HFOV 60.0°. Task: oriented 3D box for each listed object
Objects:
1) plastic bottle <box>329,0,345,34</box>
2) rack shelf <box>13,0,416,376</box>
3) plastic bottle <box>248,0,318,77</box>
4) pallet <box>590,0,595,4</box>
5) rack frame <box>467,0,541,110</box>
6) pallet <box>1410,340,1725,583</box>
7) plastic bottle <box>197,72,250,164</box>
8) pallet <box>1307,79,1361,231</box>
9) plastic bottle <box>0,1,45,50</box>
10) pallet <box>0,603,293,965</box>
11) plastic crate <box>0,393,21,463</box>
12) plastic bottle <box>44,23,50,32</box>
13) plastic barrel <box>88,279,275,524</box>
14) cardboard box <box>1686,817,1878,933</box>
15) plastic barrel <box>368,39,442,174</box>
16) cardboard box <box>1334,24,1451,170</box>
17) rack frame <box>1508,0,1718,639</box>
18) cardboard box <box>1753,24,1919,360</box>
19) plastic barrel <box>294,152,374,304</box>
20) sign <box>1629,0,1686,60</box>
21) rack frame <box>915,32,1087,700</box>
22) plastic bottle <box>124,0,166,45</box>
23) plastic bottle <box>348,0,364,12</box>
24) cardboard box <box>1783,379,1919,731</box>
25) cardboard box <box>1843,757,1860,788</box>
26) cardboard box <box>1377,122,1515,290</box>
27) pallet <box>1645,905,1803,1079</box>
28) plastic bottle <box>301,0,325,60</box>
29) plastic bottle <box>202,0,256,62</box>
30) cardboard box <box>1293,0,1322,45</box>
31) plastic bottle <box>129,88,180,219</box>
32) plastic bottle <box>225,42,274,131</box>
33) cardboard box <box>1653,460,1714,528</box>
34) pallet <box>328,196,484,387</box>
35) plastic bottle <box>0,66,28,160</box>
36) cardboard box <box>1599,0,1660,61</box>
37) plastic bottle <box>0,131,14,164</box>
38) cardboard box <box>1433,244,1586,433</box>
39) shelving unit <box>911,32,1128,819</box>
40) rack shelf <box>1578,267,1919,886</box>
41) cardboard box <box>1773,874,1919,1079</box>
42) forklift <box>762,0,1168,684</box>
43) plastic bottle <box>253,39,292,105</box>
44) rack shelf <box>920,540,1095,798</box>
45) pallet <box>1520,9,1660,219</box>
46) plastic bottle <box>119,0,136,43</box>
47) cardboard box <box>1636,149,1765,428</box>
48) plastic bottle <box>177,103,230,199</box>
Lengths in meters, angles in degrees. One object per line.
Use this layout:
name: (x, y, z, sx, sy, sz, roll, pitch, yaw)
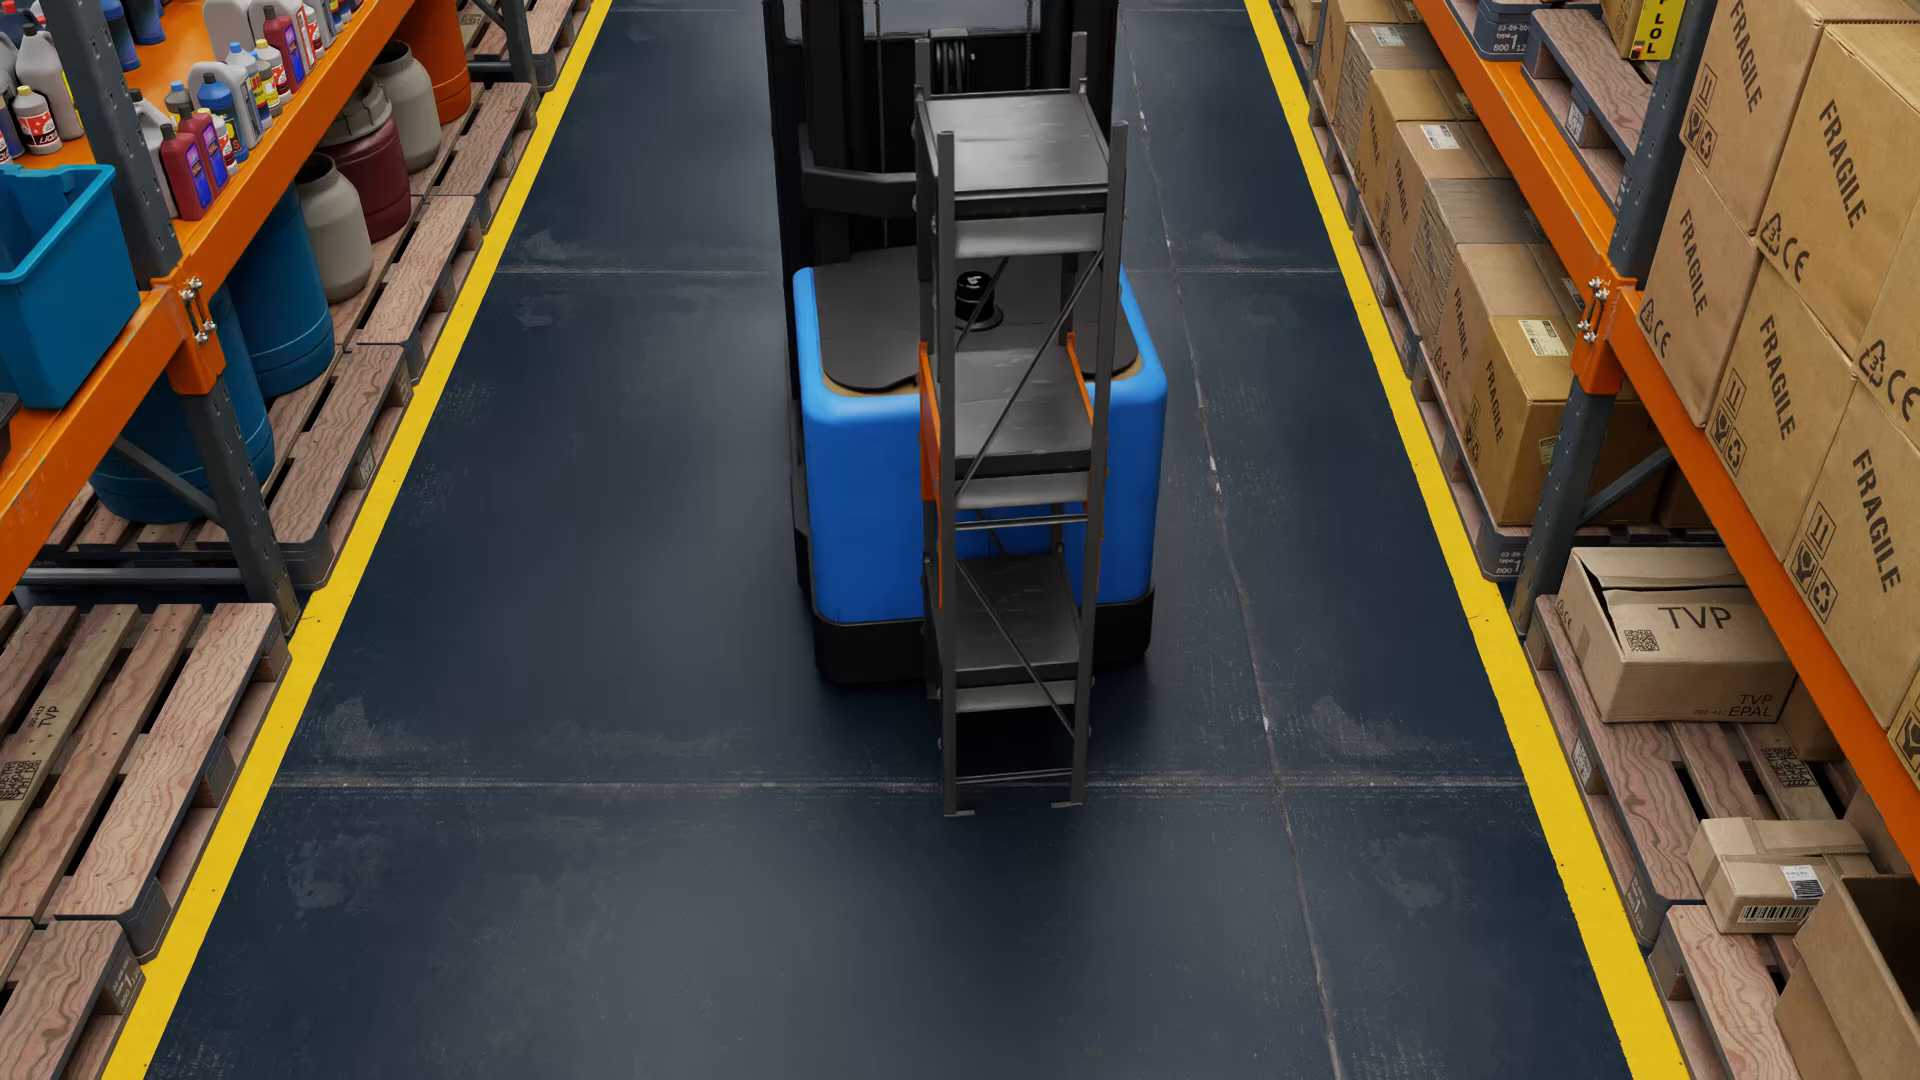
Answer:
plastic bottle: (-2.251, -1.928, 5.860, 0.097, 0.271, 0.097, 0, 39, 0)
rack shelf: (-2.659, -1.861, 6.249, 1.077, 0.370, 4.000, 0, 39, 0)
plastic bottle: (-2.278, -1.712, 5.587, 0.152, 0.276, 0.135, 0, 39, 0)
pallet: (-2.622, -3.550, 10.011, 1.003, 0.211, 1.213, 0, 39, 0)
rack frame: (-2.662, -3.393, 7.585, 1.000, 3.000, 0.127, 0, 39, 0)
pallet: (2.258, -0.313, 5.972, 1.003, 0.211, 1.213, 0, 39, 0)
plastic bottle: (-2.249, -1.287, 5.061, 0.097, 0.271, 0.097, 0, 39, 0)
pallet: (2.255, -1.839, 7.876, 1.003, 0.211, 1.213, 0, 39, 0)
plastic bottle: (-2.985, -1.562, 5.340, 0.144, 0.351, 0.185, 0, 39, 0)
pallet: (-2.617, 0.656, 4.762, 1.003, 0.211, 1.213, 0, 39, 0)
plastic crate: (-2.387, -0.108, 3.658, 0.437, 0.125, 0.590, 0, 39, 0)
plastic bottle: (-2.841, -1.563, 5.341, 0.144, 0.351, 0.185, 0, 39, 0)
plastic barrel: (-2.641, -0.577, 5.413, 0.600, 0.901, 0.708, 0, 39, 0)
cardboard box: (2.092, 0.845, 4.211, 0.380, 0.166, 0.250, 0, 39, 0)
plastic barrel: (-2.554, -1.927, 7.410, 0.421, 0.512, 0.421, 0, 39, 0)
cardboard box: (2.013, -1.978, 7.467, 0.500, 0.500, 0.500, -1, 39, -2)
rack frame: (2.296, -0.893, 4.465, 1.000, 3.000, 0.127, 0, 39, 0)
cardboard box: (2.017, -0.704, 3.351, 0.500, 0.500, 0.500, -1, 39, -1)
plastic barrel: (-2.553, -1.221, 6.528, 0.421, 0.512, 0.421, 0, 39, 0)
sign: (1.741, -1.342, 4.100, 0.100, 0.325, 0.005, 0, 39, 0)
rack frame: (0.096, -0.343, 4.499, 0.400, 2.100, 0.015, -4, 39, -5)
plastic bottle: (-2.857, -1.872, 5.791, 0.097, 0.271, 0.097, 0, 39, 0)
plastic bottle: (-2.274, -2.108, 6.021, 0.144, 0.351, 0.185, 0, 39, 0)
cardboard box: (2.027, 0.020, 3.246, 0.500, 0.500, 0.500, 0, 39, 0)
cardboard box: (2.641, 0.639, 4.482, 0.380, 0.149, 0.250, 0, 39, 0)
cardboard box: (2.014, -1.338, 6.668, 0.500, 0.500, 0.500, -1, 39, -2)
pallet: (2.301, 1.390, 3.847, 1.003, 0.211, 1.213, 0, 39, 0)
plastic bottle: (-2.250, -1.755, 5.701, 0.097, 0.201, 0.097, 0, 39, 0)
plastic bottle: (-2.430, -1.712, 5.587, 0.152, 0.276, 0.135, 0, 39, 0)
cardboard box: (2.047, -2.814, 8.726, 0.500, 0.250, 0.500, 1, 39, 1)
plastic bottle: (-2.333, -1.118, 4.786, 0.144, 0.351, 0.185, 0, 39, 0)
plastic bottle: (-2.250, -1.432, 5.242, 0.097, 0.271, 0.097, 0, 39, 0)
cardboard box: (2.540, -0.392, 5.487, 0.500, 0.500, 0.500, -2, 39, -2)
pallet: (-2.620, -1.051, 6.892, 1.003, 0.211, 1.213, 0, 39, 0)
plastic bottle: (-2.981, -1.318, 5.095, 0.152, 0.276, 0.135, 0, 39, 0)
cardboard box: (2.455, -1.822, 5.209, 0.700, 0.500, 0.500, 6, 39, 7)
plastic bottle: (-2.947, -1.216, 5.028, 0.097, 0.201, 0.097, 0, 39, 0)
cardboard box: (2.017, -0.707, 5.880, 0.500, 0.500, 0.500, 0, 39, 0)
shelving unit: (0.124, -0.192, 4.310, 0.431, 2.100, 0.503, -4, 39, -5)
rack shelf: (2.299, 0.639, 3.130, 1.077, 0.370, 4.000, 0, 39, 0)
cardboard box: (2.304, 1.085, 3.642, 0.797, 0.503, 0.637, 0, 39, 0)
forklift: (-0.089, -1.617, 5.425, 1.130, 2.935, 3.031, -4, 39, -5)
plastic bottle: (-2.250, -1.527, 5.415, 0.097, 0.201, 0.097, 0, 39, 0)
rack shelf: (0.124, 0.365, 4.757, 0.431, 0.518, 0.480, -4, 39, -5)
pallet: (2.405, -1.318, 5.149, 1.003, 0.211, 1.213, 0, 39, 0)
plastic bottle: (-2.982, -1.862, 5.774, 0.152, 0.276, 0.135, 0, 39, 0)
cardboard box: (2.025, -0.613, 4.036, 0.500, 0.500, 0.500, 1, 39, 1)
plastic bottle: (-2.231, -1.159, 4.891, 0.061, 0.283, 0.133, 0, 39, 0)
